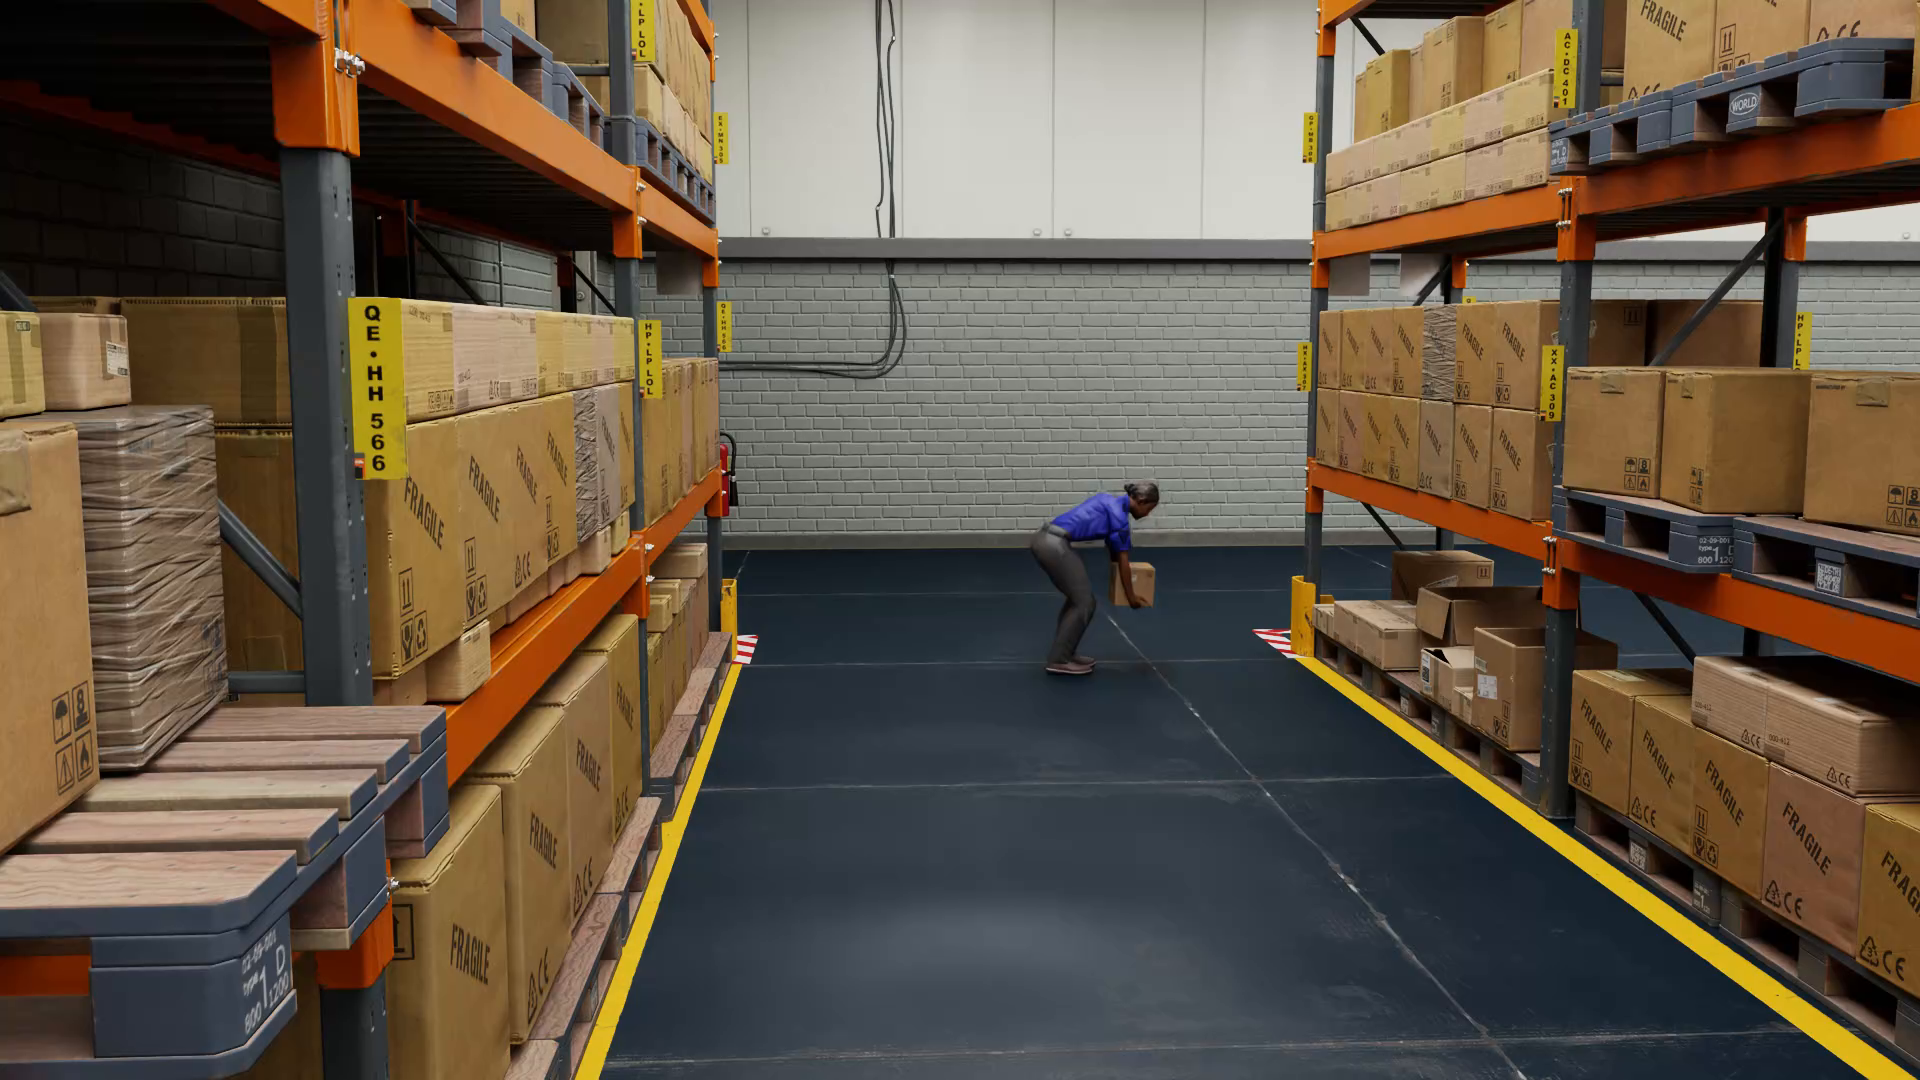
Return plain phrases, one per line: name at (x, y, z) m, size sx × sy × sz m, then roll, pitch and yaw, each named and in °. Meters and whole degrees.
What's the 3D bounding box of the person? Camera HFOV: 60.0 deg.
person at (0.868, 0.236, 10.671) m, size 0.825 × 1.220 × 0.424 m, roll -1°, pitch 7°, yaw -6°
